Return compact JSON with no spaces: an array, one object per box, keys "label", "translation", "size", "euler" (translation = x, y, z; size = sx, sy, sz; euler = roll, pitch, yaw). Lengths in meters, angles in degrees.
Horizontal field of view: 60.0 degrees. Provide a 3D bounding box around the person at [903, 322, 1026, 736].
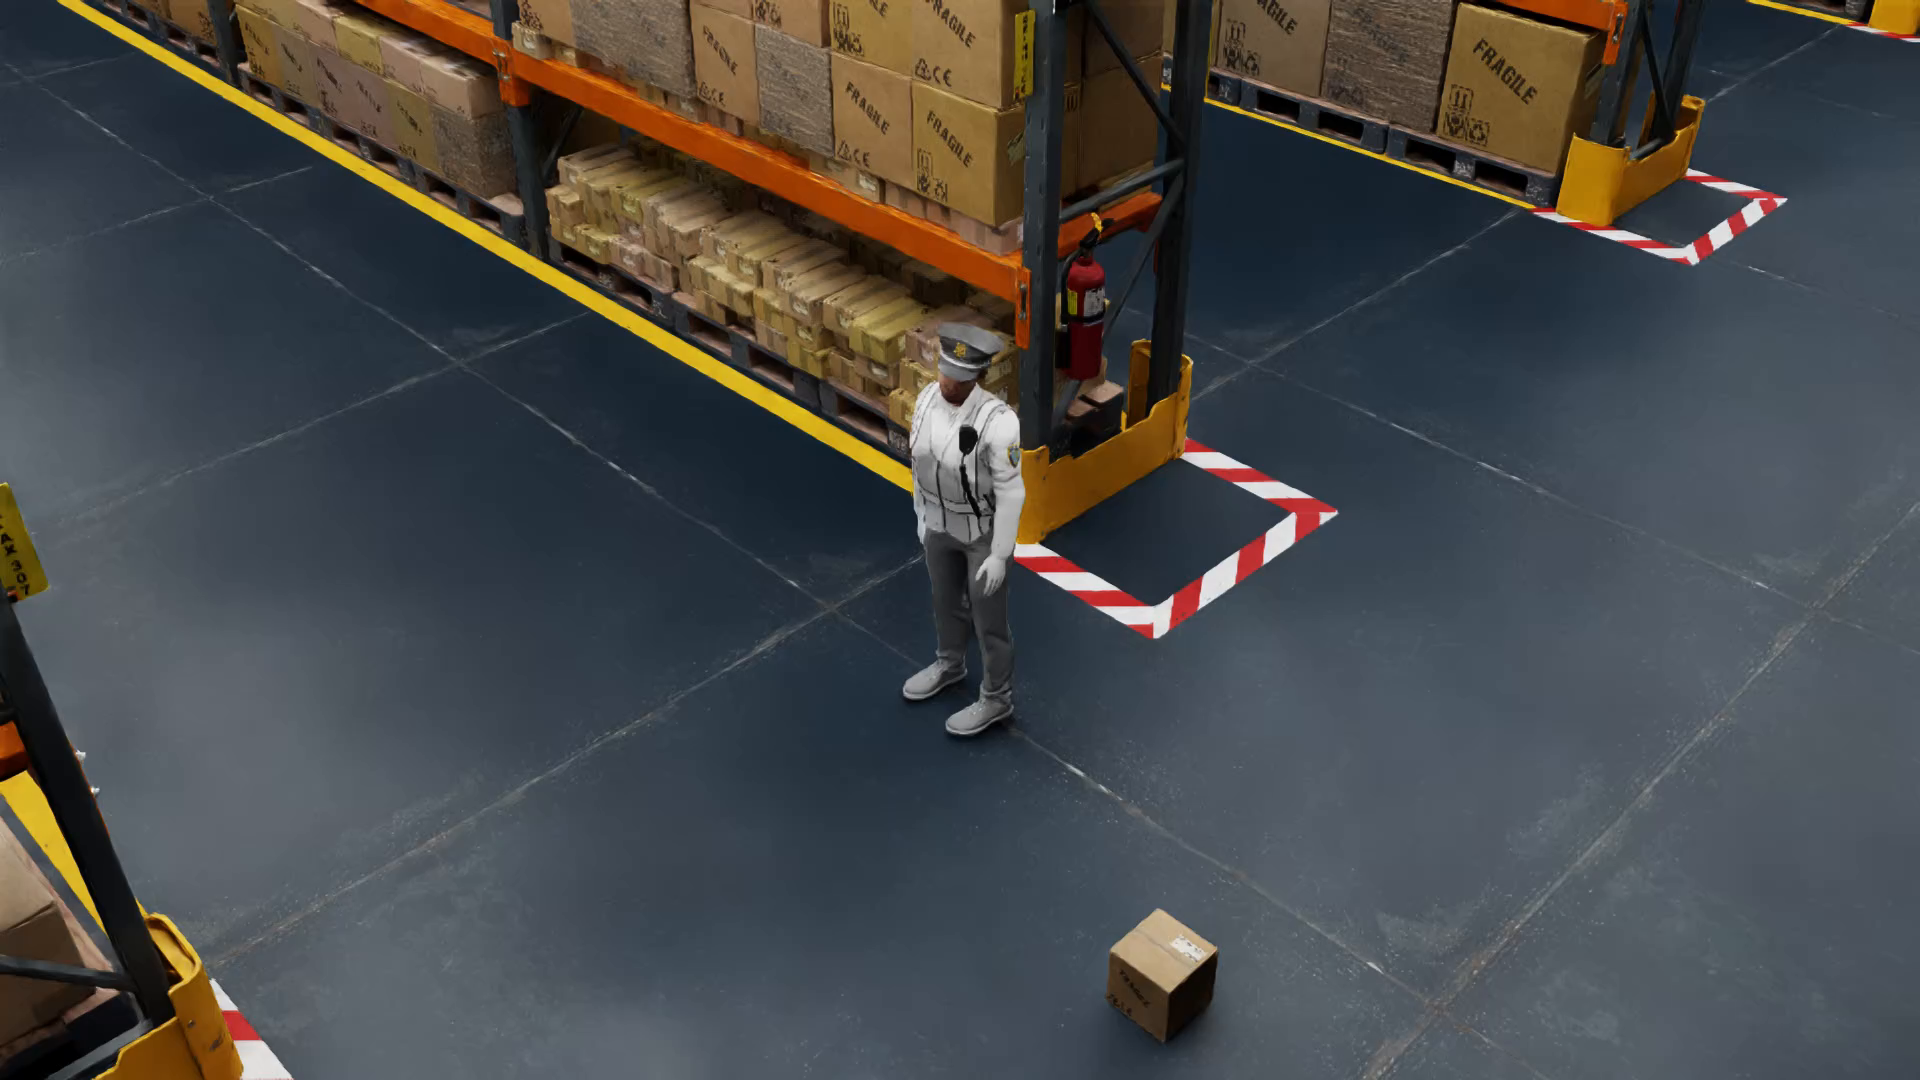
[{"label":"person","translation":[0.011,-0.030,6.135],"size":[0.525,1.688,0.354],"euler":[27,43,32]}]
